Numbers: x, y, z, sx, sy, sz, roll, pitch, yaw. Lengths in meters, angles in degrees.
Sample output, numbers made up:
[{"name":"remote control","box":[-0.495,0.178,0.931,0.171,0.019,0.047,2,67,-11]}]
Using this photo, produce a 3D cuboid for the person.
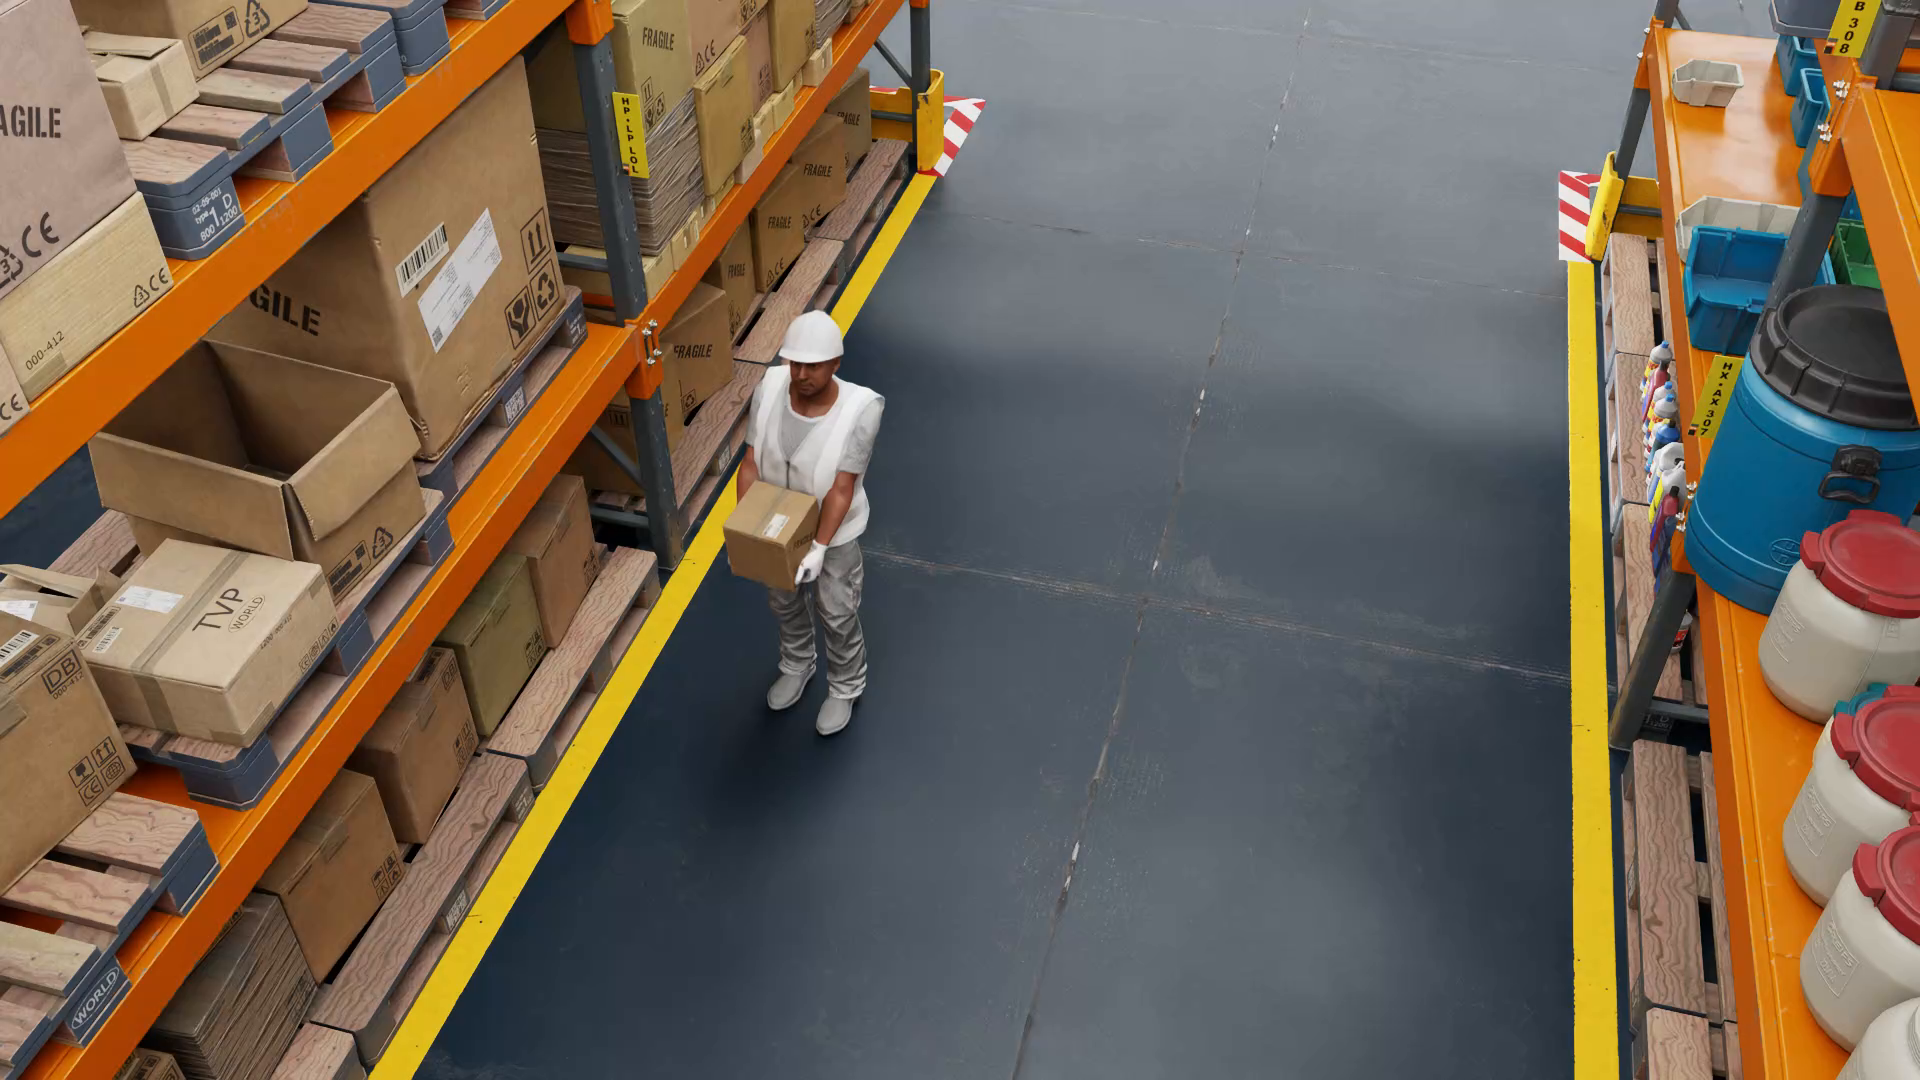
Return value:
[{"name":"person","box":[-0.574,-0.001,6.147,0.488,1.778,0.574,16,43,18]}]
